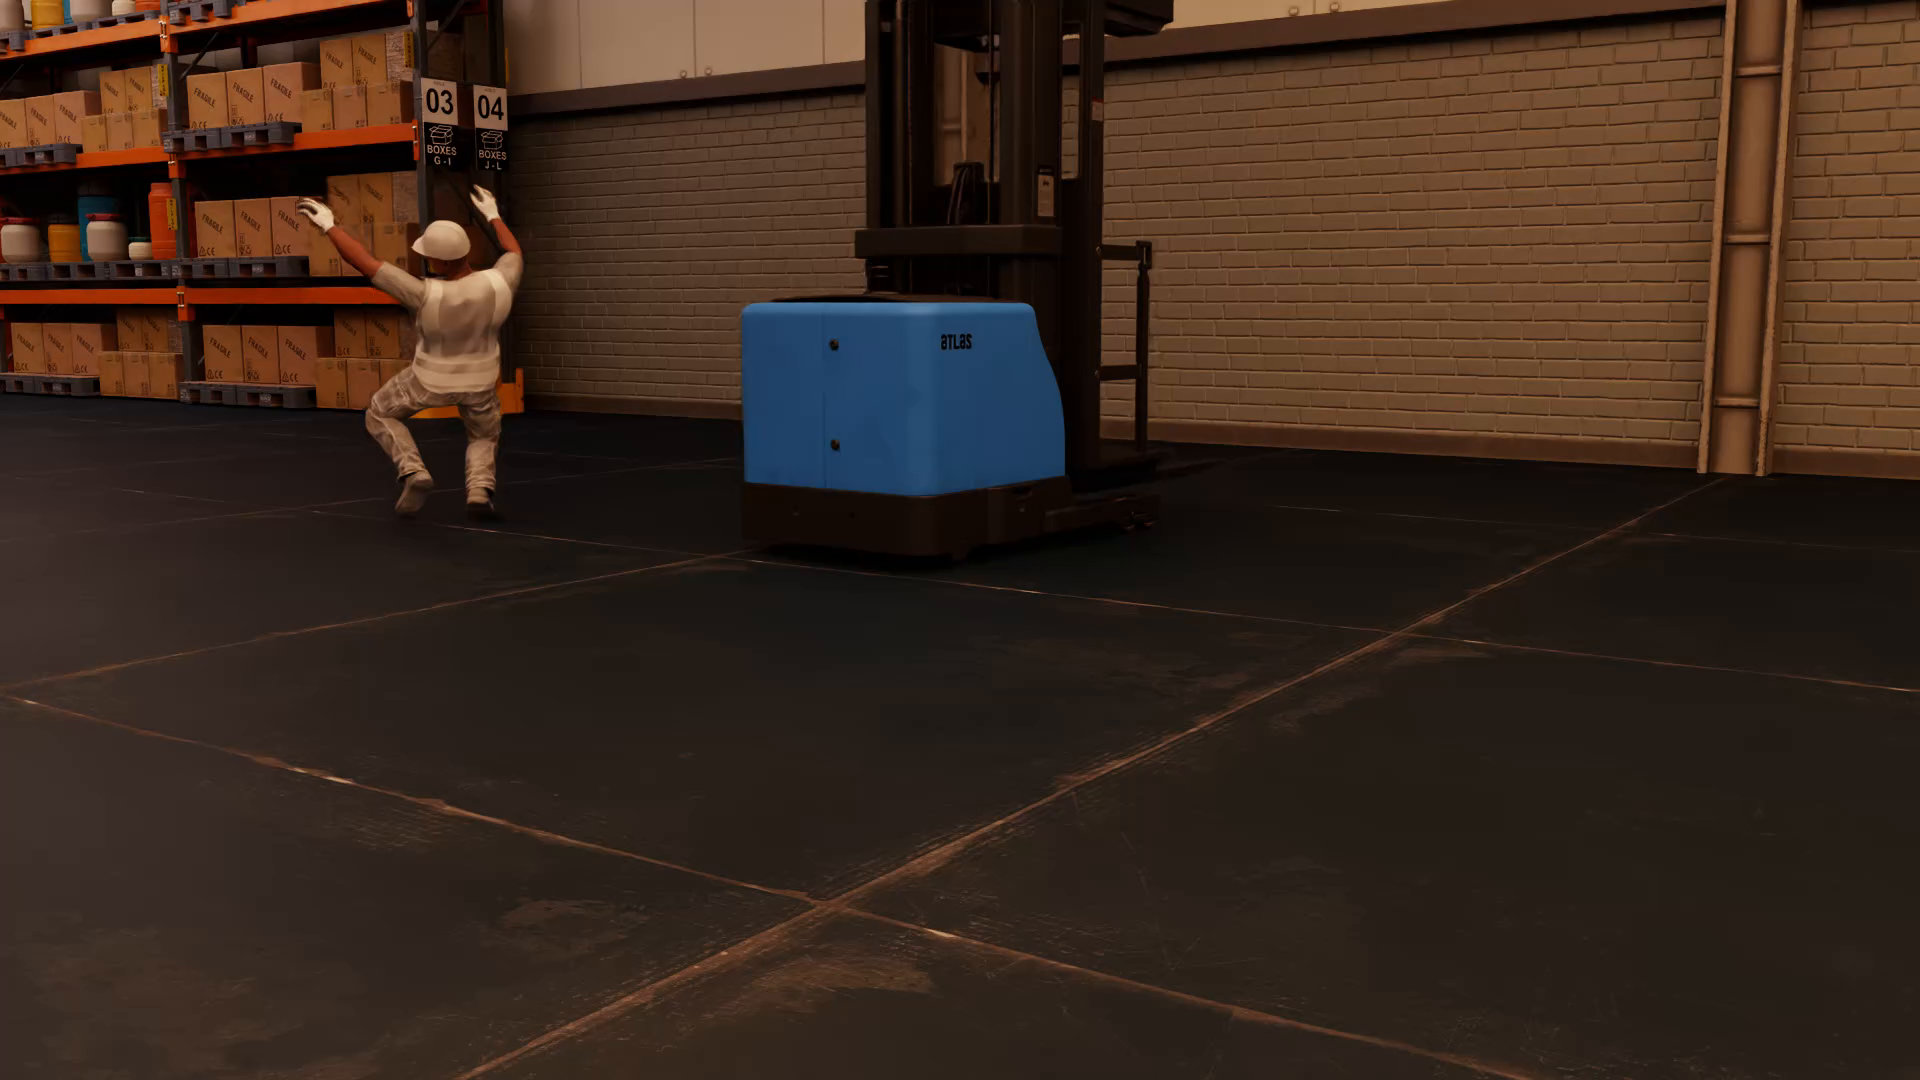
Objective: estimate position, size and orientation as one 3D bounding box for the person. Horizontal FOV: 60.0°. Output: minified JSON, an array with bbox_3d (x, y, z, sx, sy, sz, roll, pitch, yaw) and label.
[{"bbox_3d":[-2.676,-0.924,8.217,1.077,1.687,0.795,-5,9,-29],"label":"person"}]

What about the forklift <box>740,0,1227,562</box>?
[{"bbox_3d":[0.314,-1.525,7.917,1.130,2.935,3.031,6,10,35],"label":"forklift"}]
